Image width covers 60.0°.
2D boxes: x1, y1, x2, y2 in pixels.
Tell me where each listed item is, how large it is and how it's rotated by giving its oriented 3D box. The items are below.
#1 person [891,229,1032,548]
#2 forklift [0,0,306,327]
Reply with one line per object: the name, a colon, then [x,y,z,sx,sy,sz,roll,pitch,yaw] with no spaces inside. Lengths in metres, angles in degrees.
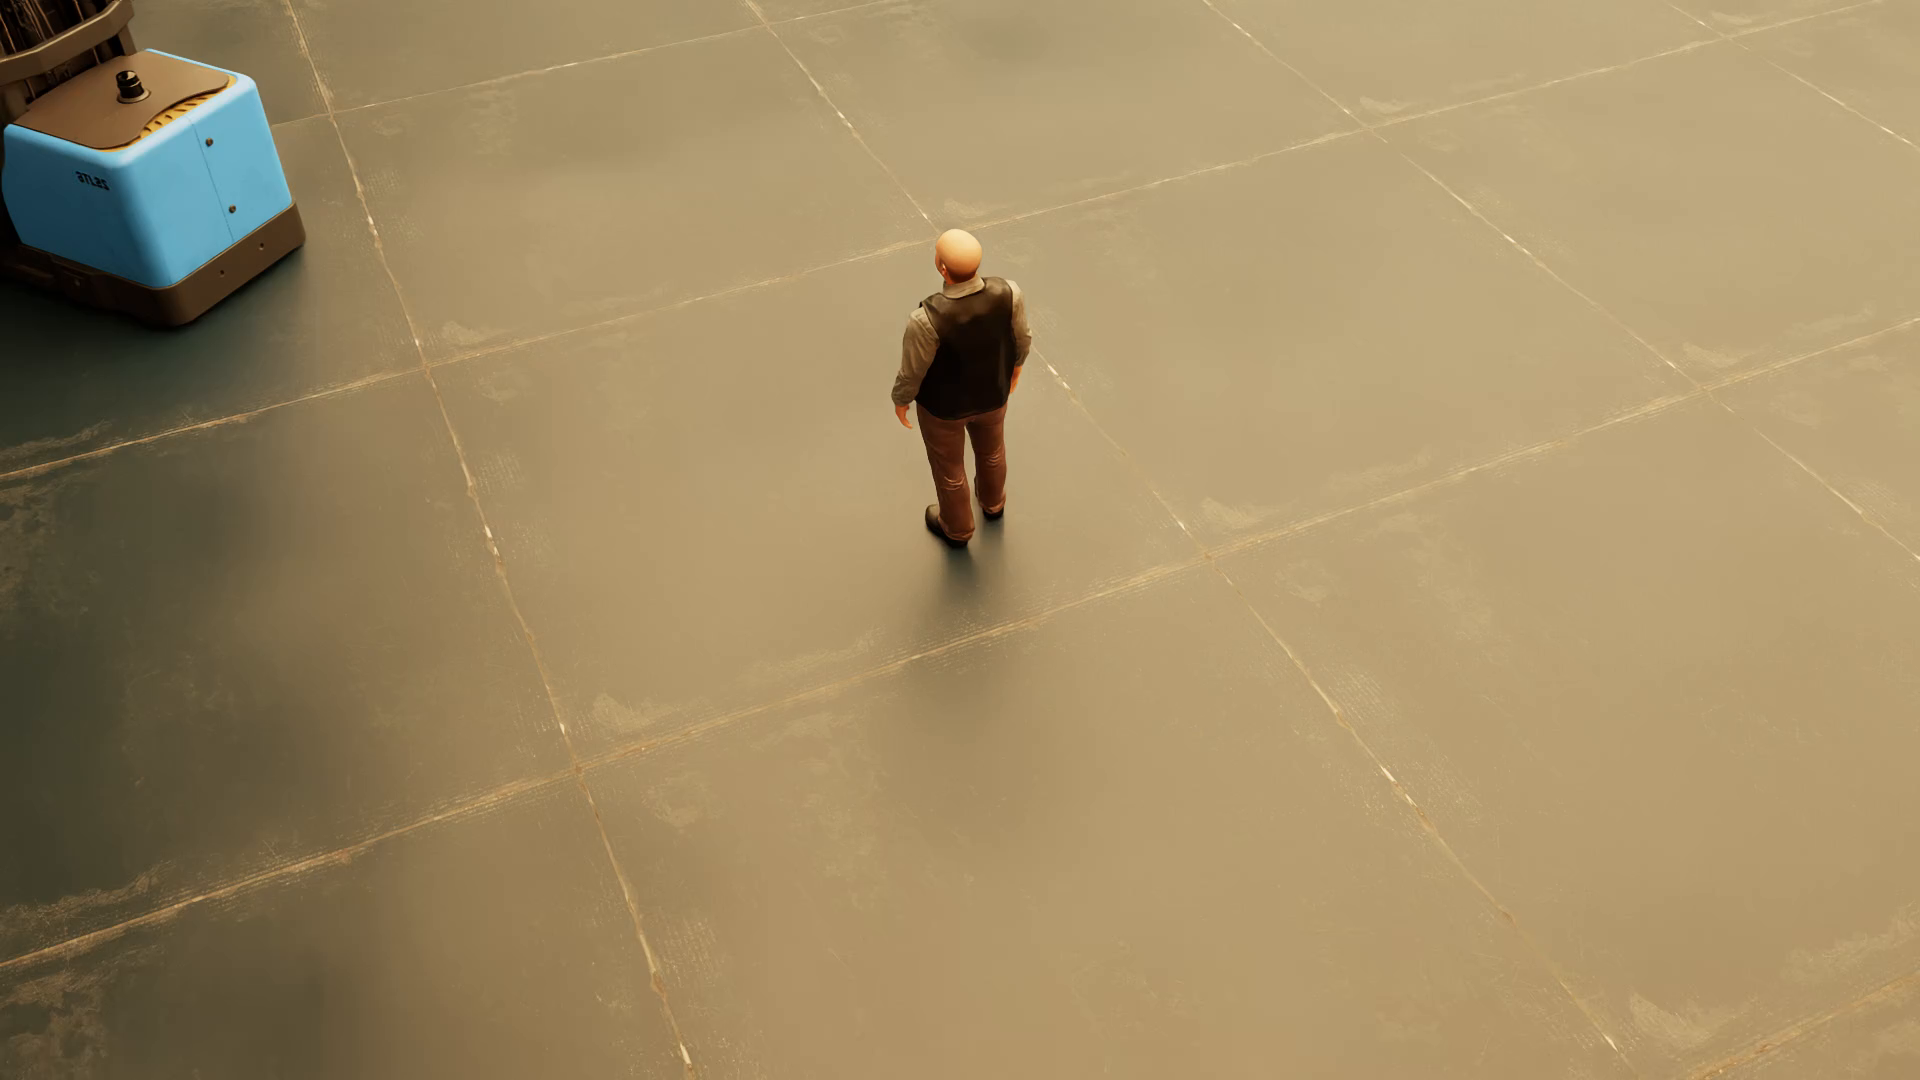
person: [-0.020,-0.676,7.280,0.633,1.722,0.566,-18,46,-18]
forklift: [-5.324,-2.921,8.810,3.031,2.935,1.130,19,46,19]
